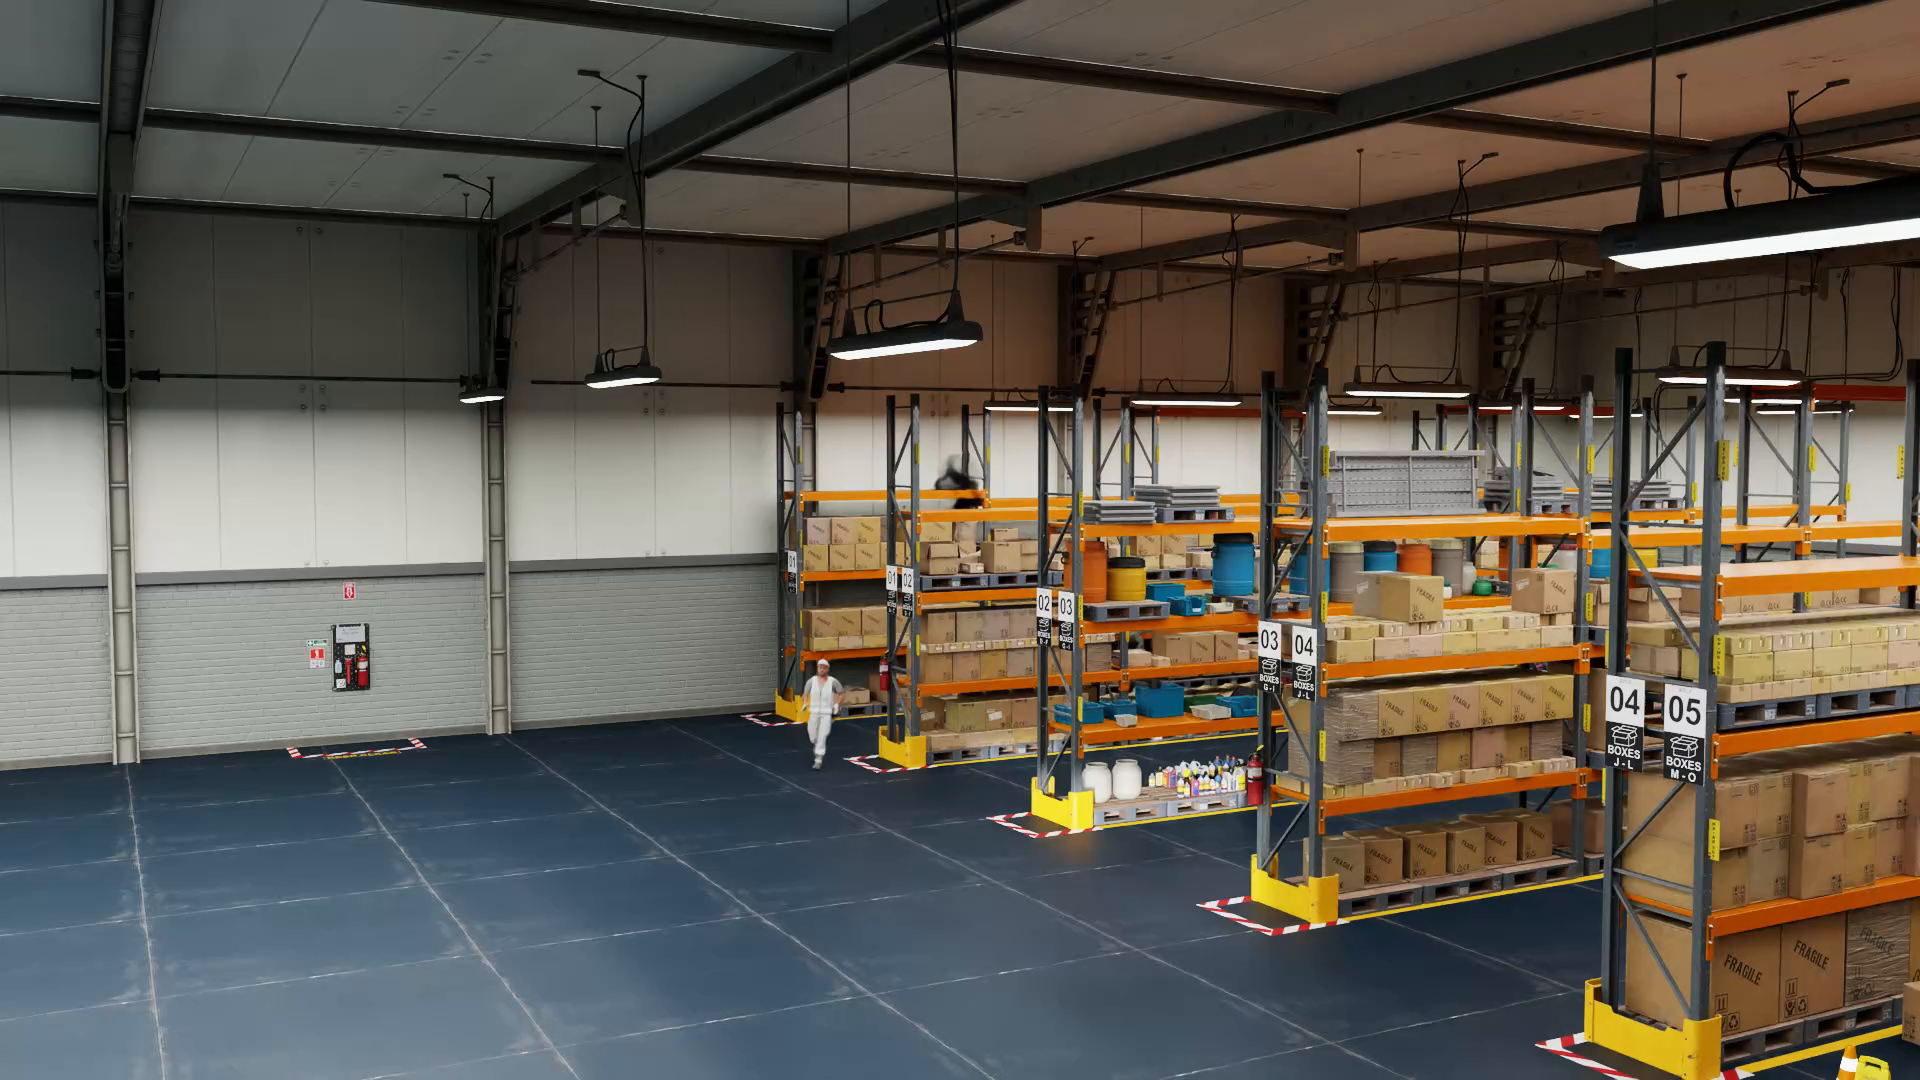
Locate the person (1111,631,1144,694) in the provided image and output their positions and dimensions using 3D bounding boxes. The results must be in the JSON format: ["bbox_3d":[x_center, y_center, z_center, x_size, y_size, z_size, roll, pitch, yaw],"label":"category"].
[{"bbox_3d":[3.177,2.268,31.418,0.609,1.678,0.707,-2,4,-28],"label":"person"}]

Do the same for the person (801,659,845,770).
[{"bbox_3d":[-2.206,2.791,26.768,0.676,1.752,0.756,0,3,5],"label":"person"}]
